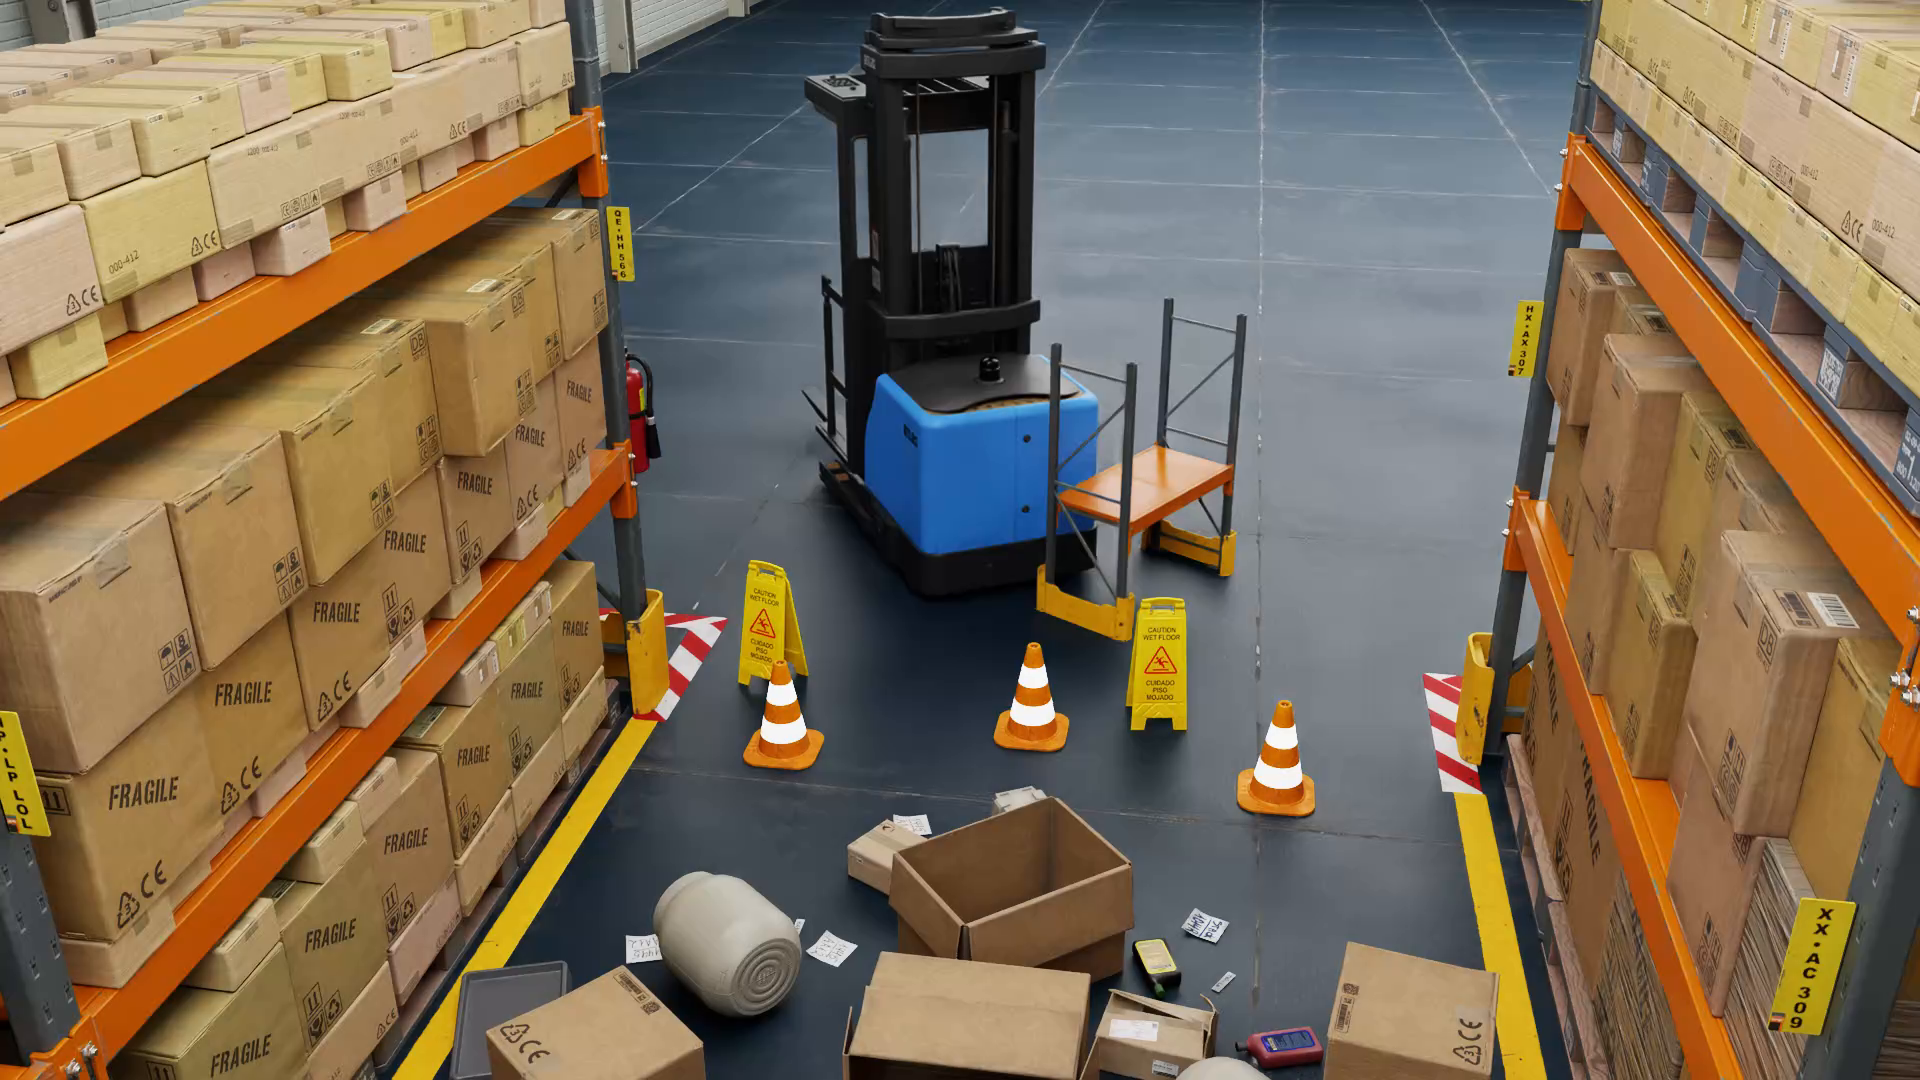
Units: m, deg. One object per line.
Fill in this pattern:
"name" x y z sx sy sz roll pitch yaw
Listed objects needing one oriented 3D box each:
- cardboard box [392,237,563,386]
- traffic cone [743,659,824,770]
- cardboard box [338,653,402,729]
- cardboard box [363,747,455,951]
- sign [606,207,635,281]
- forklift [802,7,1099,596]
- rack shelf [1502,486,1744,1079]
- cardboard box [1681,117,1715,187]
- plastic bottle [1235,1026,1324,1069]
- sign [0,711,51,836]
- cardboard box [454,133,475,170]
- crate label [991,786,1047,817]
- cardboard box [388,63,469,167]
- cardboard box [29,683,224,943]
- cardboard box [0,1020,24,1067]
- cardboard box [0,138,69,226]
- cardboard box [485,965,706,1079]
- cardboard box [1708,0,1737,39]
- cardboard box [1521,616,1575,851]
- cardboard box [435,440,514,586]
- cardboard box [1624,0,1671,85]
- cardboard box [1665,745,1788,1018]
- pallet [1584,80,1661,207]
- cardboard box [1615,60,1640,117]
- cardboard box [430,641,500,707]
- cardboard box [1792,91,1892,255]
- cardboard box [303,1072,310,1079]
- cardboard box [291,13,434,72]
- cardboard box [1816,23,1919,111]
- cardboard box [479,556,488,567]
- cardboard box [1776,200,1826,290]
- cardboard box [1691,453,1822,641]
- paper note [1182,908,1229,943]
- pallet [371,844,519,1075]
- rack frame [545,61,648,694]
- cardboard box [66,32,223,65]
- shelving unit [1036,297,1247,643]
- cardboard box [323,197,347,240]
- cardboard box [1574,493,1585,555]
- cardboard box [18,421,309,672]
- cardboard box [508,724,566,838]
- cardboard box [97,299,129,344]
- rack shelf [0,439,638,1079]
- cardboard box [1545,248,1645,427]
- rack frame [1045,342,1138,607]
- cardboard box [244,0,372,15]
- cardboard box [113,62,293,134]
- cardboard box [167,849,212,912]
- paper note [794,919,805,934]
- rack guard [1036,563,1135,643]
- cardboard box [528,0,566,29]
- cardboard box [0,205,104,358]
"cardboard box" -1.974 -0.855 6.389 0.700 0.500 0.500 4 25 9
"traffic cone" -0.813 0.756 7.588 0.336 0.463 0.334 4 25 9
"cardboard box" -2.083 0.481 5.480 0.380 0.149 0.250 4 25 9
"cardboard box" -2.144 1.057 5.817 0.500 0.500 0.500 5 26 11
"sign" -1.471 -1.282 7.213 0.100 0.325 0.005 4 25 9
"forklift" -0.237 -1.629 9.772 1.130 2.935 3.031 -9 27 -19
"rack shelf" 2.558 0.801 5.349 1.077 0.370 4.000 4 25 9
"cardboard box" 2.265 -1.086 4.676 0.380 0.149 0.250 4 25 9
"plastic bottle" 1.121 1.791 5.851 0.283 0.061 0.133 -5 25 -10
"sign" -2.121 0.524 3.727 0.100 0.325 0.005 4 25 9
"cardboard box" -1.990 -1.422 6.007 0.380 0.149 0.250 4 25 9
"crate label" 0.270 1.172 7.085 0.250 0.136 0.298 -9 27 -19
"cardboard box" -1.997 -1.427 5.548 0.500 0.250 0.500 5 25 10
"cardboard box" -2.322 0.666 4.319 0.500 0.500 0.500 4 25 8
"cardboard box" -2.837 1.461 4.955 0.500 0.500 0.500 4 25 8
"cardboard box" -2.282 -0.815 3.770 0.380 0.149 0.250 5 26 10
"cardboard box" -1.152 1.788 5.337 0.500 0.500 0.500 -20 32 -36
"cardboard box" 2.265 -1.446 4.506 0.380 0.149 0.250 4 25 9
"cardboard box" 2.839 0.699 6.729 0.875 0.875 0.875 4 25 9
"cardboard box" -2.004 -0.178 6.122 0.500 0.500 0.500 4 25 8
"cardboard box" 2.471 -1.625 5.359 0.500 0.250 0.500 4 25 8
"cardboard box" 2.347 0.857 4.204 0.875 0.550 0.550 4 25 9
"pallet" 2.773 -1.369 5.702 1.003 0.211 1.213 4 25 9
"cardboard box" 2.430 -1.509 5.580 0.380 0.149 0.250 4 25 9
"cardboard box" -1.972 0.486 6.271 0.380 0.149 0.250 5 26 11
"cardboard box" 2.141 -0.784 3.561 0.500 0.250 0.500 4 25 8
"cardboard box" -2.306 1.838 5.033 0.500 0.250 0.500 3 25 6
"cardboard box" -2.023 -1.688 5.636 0.380 0.149 0.250 4 25 9
"cardboard box" 2.100 -1.020 3.595 0.380 0.149 0.250 4 25 9
"cardboard box" -2.053 0.050 6.402 0.380 0.149 0.250 4 25 9
"cardboard box" 2.098 -0.663 3.774 0.380 0.149 0.250 4 25 9
"cardboard box" 2.524 0.149 4.444 0.875 0.550 0.550 4 25 9
"paper note" 0.960 1.505 6.500 0.144 0.017 0.142 13 28 26
"pallet" -2.397 1.479 6.341 1.003 0.211 1.213 4 25 9
"rack frame" -2.016 -0.662 7.626 1.000 3.000 0.127 4 25 9
"cardboard box" -2.555 -1.499 5.231 0.380 0.149 0.250 5 25 10
"shelving unit" 0.976 -0.400 8.833 0.587 1.500 1.083 20 31 35
"cardboard box" -2.123 -0.993 5.091 0.380 0.149 0.250 4 25 9
"cardboard box" 2.800 -0.039 6.118 0.875 0.550 0.550 4 25 9
"cardboard box" -2.278 -0.003 4.569 0.700 0.500 0.500 4 25 9
"cardboard box" -1.975 0.966 6.896 0.500 0.250 0.500 4 25 9
"cardboard box" -2.347 -0.564 4.175 0.380 0.149 0.250 4 25 9
"rack shelf" -2.342 0.501 5.991 1.077 0.370 4.000 4 25 9
"cardboard box" 2.786 -0.766 6.397 0.875 0.550 0.550 4 25 9
"rack frame" 0.656 -0.237 8.486 0.500 1.500 0.032 20 31 35
"cardboard box" -2.402 -1.926 6.145 0.380 0.149 0.250 4 25 8
"cardboard box" -2.137 -1.252 4.705 0.380 0.149 0.250 4 25 8
"cardboard box" -2.311 0.906 4.572 0.380 0.149 0.250 5 26 10
"paper note" -0.636 1.520 6.492 0.032 0.001 0.123 4 25 9
"rack guard" 0.655 0.328 8.753 0.587 0.250 0.087 20 31 35
"cardboard box" -1.780 -2.106 6.528 0.380 0.149 0.250 4 25 9
"cardboard box" -2.327 -0.579 3.737 0.500 0.250 0.500 3 25 7
